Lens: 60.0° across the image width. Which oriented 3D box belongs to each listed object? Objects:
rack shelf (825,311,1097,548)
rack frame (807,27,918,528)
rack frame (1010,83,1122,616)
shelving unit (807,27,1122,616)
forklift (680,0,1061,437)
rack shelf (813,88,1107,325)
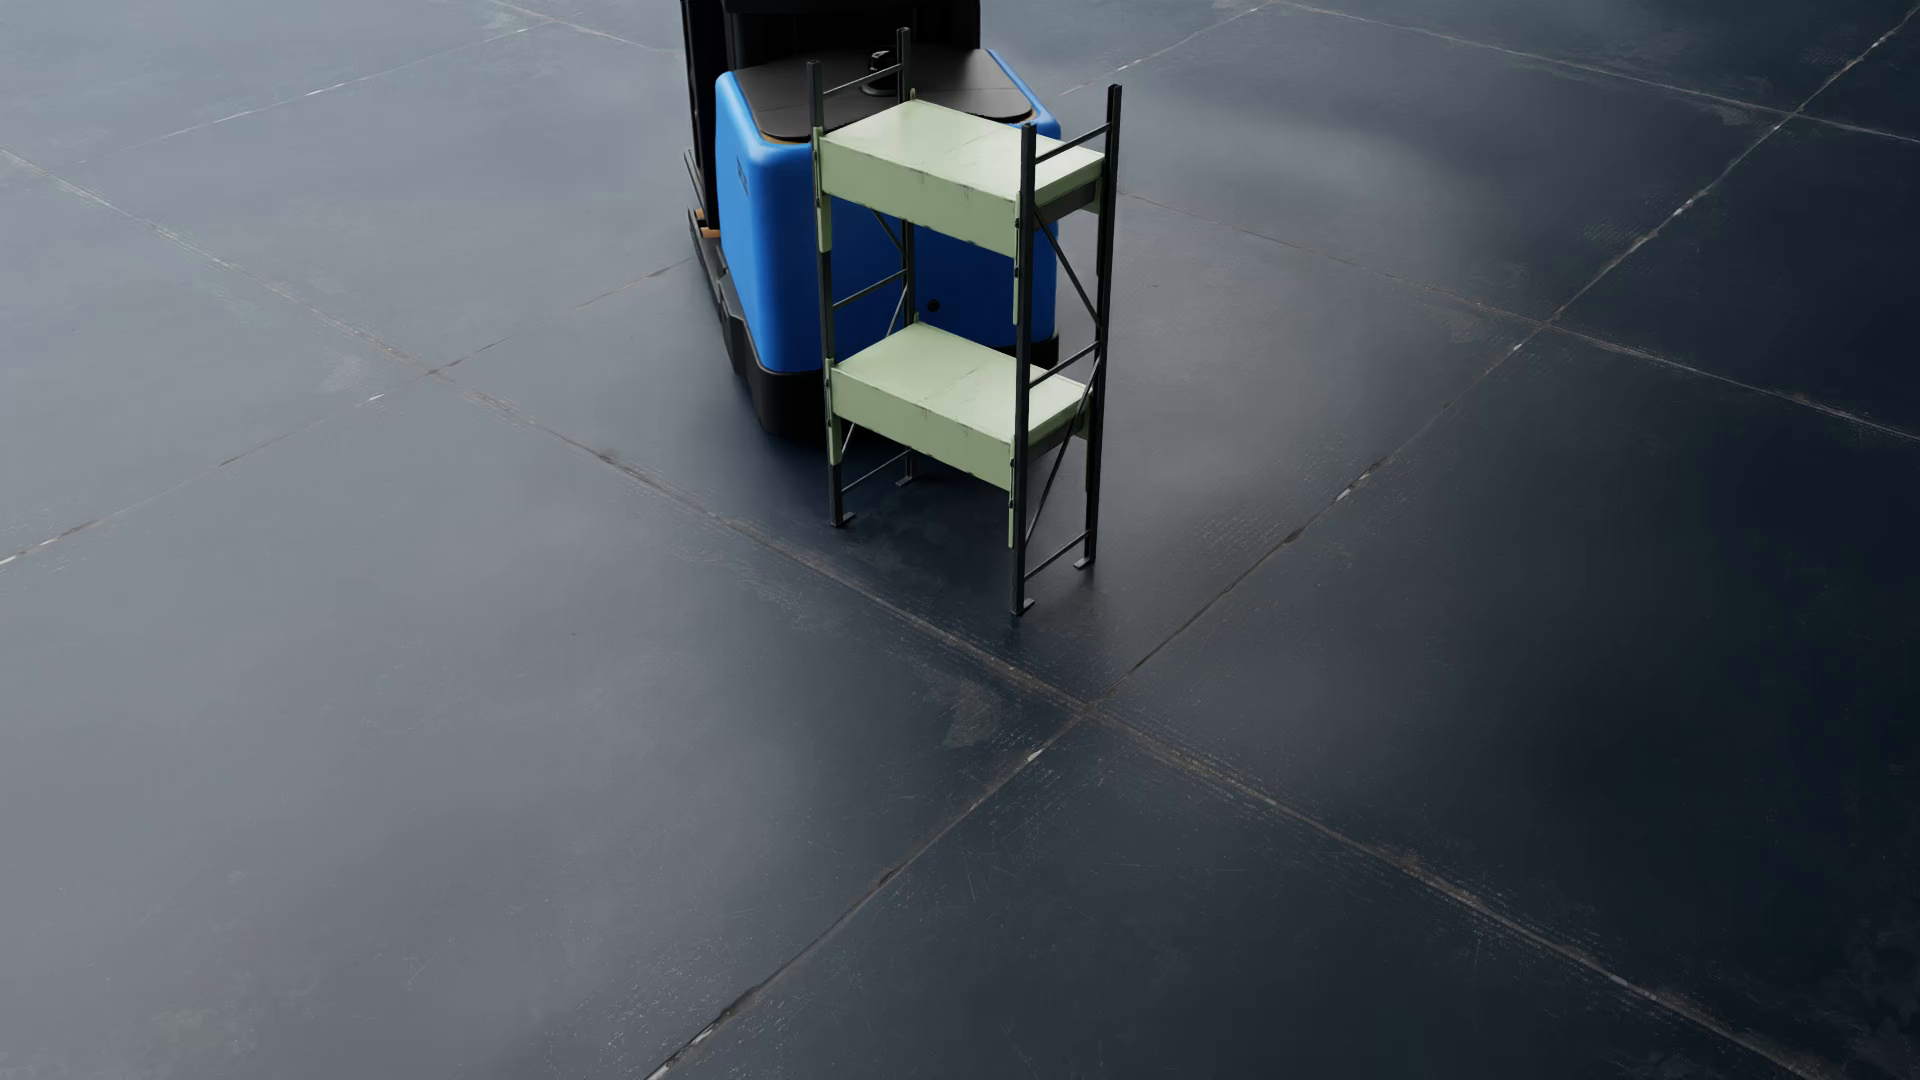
[{"bbox_3d":[0.005,-0.347,5.006,0.720,0.370,0.431,25,42,32],"label":"rack shelf"},{"bbox_3d":[-0.276,-0.748,5.015,0.023,1.500,0.400,25,42,32],"label":"rack frame"},{"bbox_3d":[0.286,-0.483,4.629,0.023,1.500,0.400,25,42,32],"label":"rack frame"},{"bbox_3d":[0.005,-0.616,4.822,0.755,1.500,0.431,25,42,32],"label":"shelving unit"},{"bbox_3d":[-0.525,-2.387,6.136,1.130,2.935,3.031,-8,35,-12],"label":"forklift"},{"bbox_3d":[0.005,-0.938,4.601,0.720,0.370,0.431,25,42,32],"label":"rack shelf"}]
